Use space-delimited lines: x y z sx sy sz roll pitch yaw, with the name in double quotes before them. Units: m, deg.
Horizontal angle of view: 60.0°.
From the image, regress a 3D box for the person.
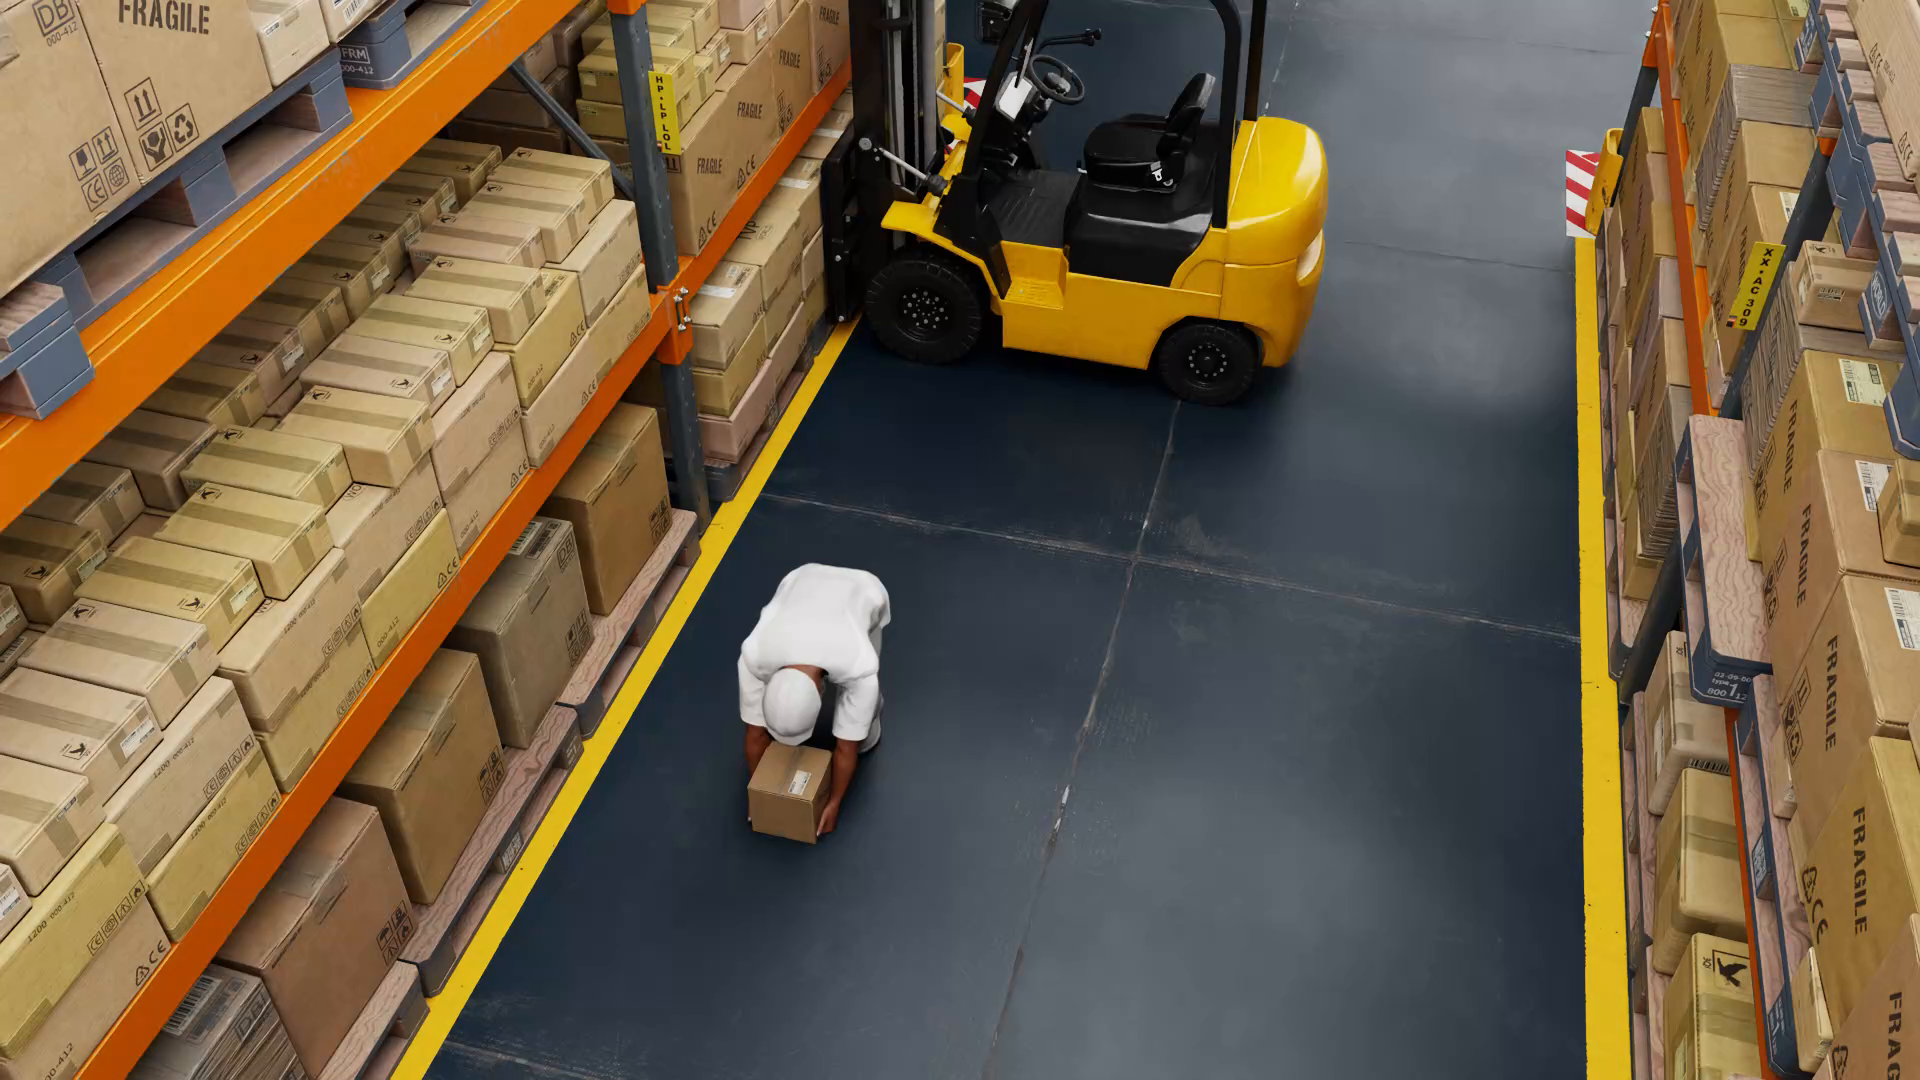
"person" -0.526 0.554 6.265 0.531 0.810 0.948 9 42 10
